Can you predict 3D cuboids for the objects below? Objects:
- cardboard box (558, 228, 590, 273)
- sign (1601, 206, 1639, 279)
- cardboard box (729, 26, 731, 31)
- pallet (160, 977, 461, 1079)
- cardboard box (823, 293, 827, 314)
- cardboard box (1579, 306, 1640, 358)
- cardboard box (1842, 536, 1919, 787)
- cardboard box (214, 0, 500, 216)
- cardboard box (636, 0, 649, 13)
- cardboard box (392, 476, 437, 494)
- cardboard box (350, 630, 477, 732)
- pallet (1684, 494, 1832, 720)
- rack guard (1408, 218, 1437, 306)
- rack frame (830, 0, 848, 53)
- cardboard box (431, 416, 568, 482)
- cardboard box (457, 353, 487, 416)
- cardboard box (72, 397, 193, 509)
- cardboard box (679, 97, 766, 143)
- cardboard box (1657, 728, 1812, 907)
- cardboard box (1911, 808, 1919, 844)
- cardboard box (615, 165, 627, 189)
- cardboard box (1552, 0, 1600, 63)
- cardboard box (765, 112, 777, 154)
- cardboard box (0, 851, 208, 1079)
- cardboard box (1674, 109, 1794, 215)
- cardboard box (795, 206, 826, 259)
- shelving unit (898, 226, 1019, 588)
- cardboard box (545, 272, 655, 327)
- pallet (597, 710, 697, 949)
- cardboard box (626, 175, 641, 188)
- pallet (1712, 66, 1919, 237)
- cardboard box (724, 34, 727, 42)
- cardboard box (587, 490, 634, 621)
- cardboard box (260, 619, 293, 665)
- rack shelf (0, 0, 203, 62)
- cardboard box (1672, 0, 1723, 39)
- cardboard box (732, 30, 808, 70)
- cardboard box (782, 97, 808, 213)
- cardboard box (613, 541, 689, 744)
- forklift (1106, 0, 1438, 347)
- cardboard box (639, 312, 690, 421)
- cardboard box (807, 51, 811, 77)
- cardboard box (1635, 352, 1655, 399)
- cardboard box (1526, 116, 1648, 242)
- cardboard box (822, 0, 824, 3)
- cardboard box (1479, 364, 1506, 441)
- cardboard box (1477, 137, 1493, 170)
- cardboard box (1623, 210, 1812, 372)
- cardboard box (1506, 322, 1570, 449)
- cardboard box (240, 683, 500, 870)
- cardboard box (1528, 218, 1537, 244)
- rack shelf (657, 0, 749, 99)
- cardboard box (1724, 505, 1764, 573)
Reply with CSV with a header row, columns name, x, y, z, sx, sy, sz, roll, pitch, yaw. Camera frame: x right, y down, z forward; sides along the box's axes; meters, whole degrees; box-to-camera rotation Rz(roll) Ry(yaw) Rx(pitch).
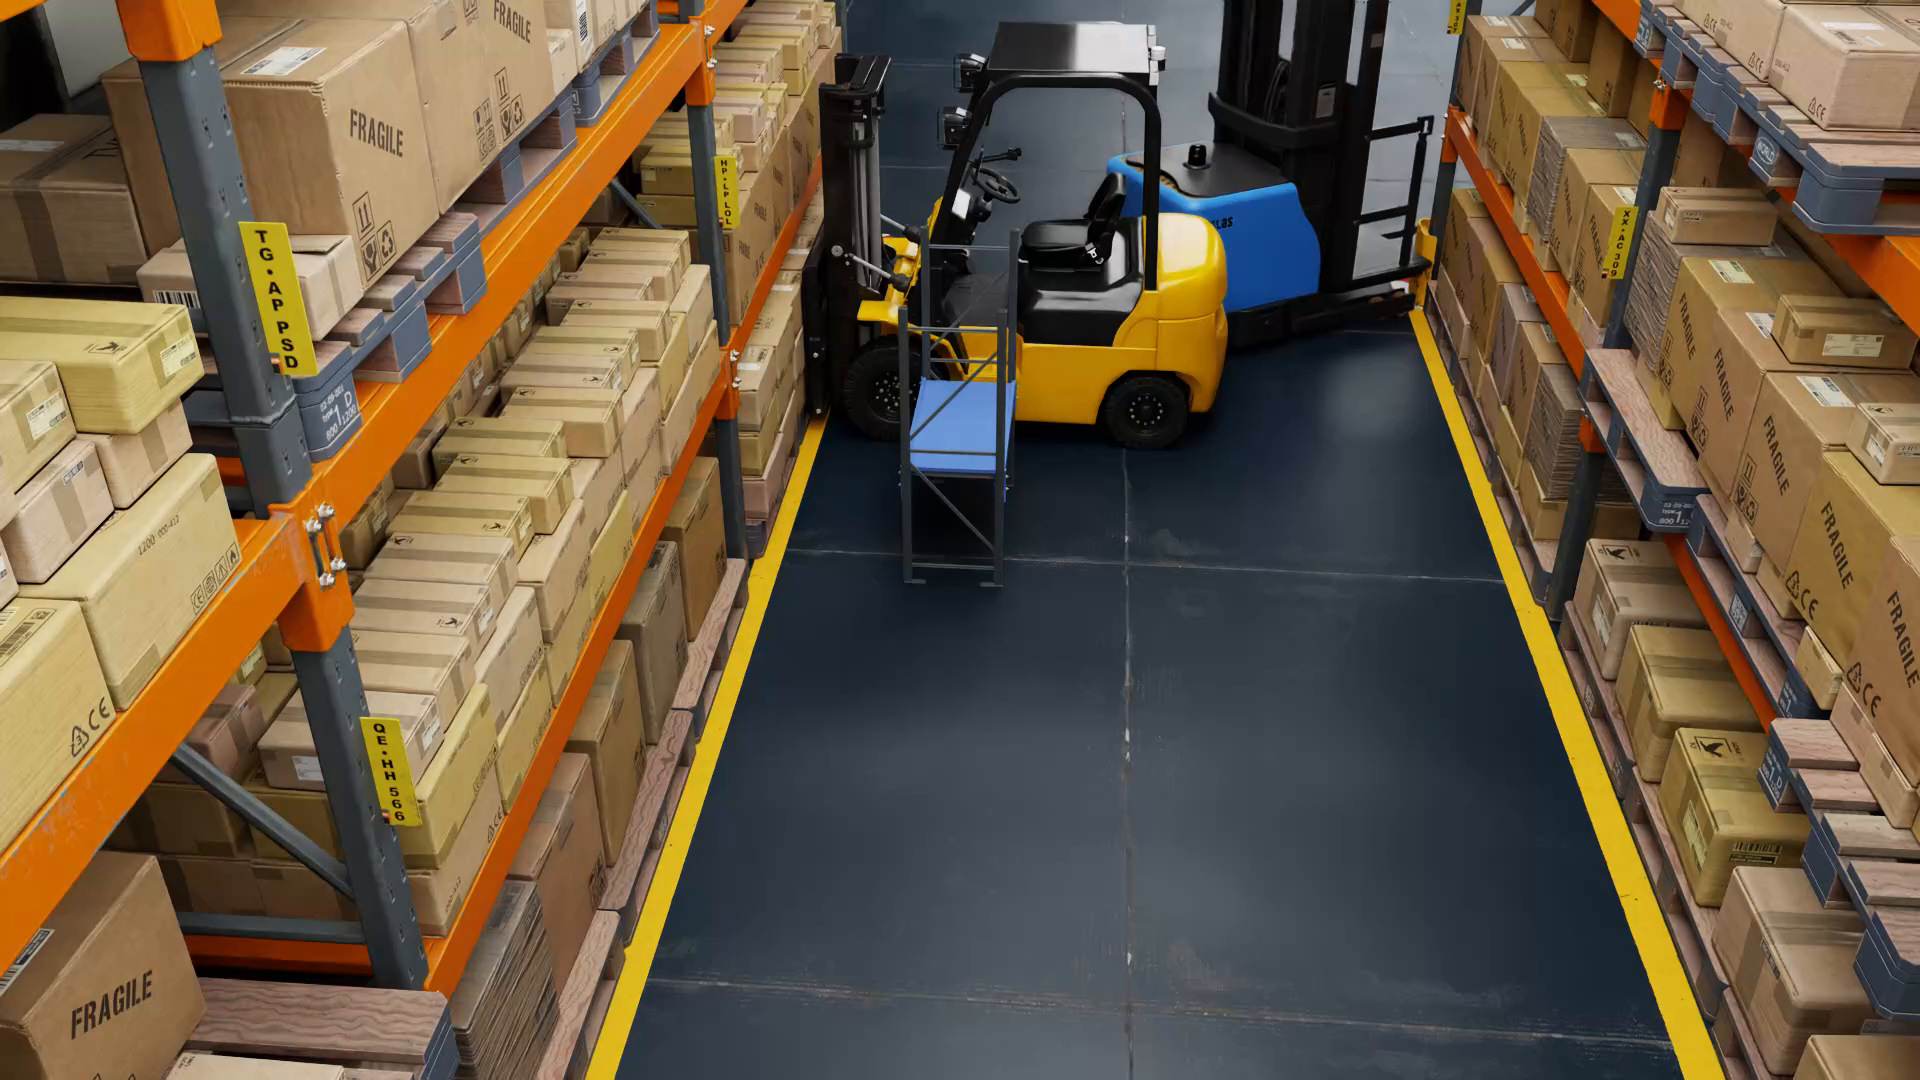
name,x,y,z,sx,sy,sz,roll,pitch,yaw
cardboard box,-1.816,-1.240,7.190,0.380,0.149,0.250,2,32,3
sign,2.832,-1.274,7.132,0.100,0.325,0.005,2,32,4
cardboard box,-1.551,-3.192,10.074,0.380,0.149,0.250,3,32,5
pallet,-1.885,1.435,3.746,1.213,0.211,1.003,2,32,4
cardboard box,-1.049,-1.608,10.244,0.500,0.250,0.500,2,32,3
cardboard box,3.096,-0.960,7.688,0.380,0.149,0.250,2,32,3
cardboard box,2.839,0.337,4.564,0.500,0.500,0.500,2,32,3
cardboard box,-1.656,-1.182,4.358,0.700,0.500,0.500,2,32,3
cardboard box,-1.390,-2.167,6.138,0.500,0.311,0.500,1,32,2
cardboard box,-2.008,-0.192,5.869,0.500,0.250,0.500,2,32,3
cardboard box,-1.559,0.383,4.555,0.380,0.149,0.250,3,32,5
pallet,3.168,0.251,5.667,1.003,0.211,1.213,2,32,4
rack guard,3.693,-1.874,11.314,1.175,0.500,0.348,2,32,4
rack frame,-1.248,-3.188,11.063,1.000,3.000,0.127,2,32,4
cardboard box,-1.560,-0.293,5.652,0.380,0.149,0.250,2,32,4
cardboard box,-1.973,-0.576,6.111,0.380,0.149,0.250,2,32,4
cardboard box,-1.688,-0.192,3.106,0.380,0.149,0.250,3,32,5
cardboard box,-1.186,-2.100,8.301,0.380,0.149,0.250,3,32,5
cardboard box,3.223,1.068,6.262,0.950,0.372,0.625,3,32,6
cardboard box,2.790,0.809,4.417,0.380,0.149,0.250,3,32,5
cardboard box,-1.818,-1.726,7.978,0.380,0.149,0.250,2,32,3
cardboard box,3.827,-3.032,9.478,0.700,0.500,0.500,3,32,4
cardboard box,-1.156,-2.106,8.595,0.380,0.149,0.250,2,32,3
cardboard box,-2.097,1.037,3.713,0.500,0.500,0.500,4,32,6
cardboard box,3.626,-1.702,7.320,0.700,0.500,0.500,2,32,3
cardboard box,-1.042,-1.836,10.137,0.500,0.250,0.500,3,32,5
shelving unit,0.007,-0.683,8.429,0.538,1.500,1.048,2,32,4
cardboard box,-1.456,-0.965,6.743,0.380,0.149,0.250,2,32,4
pallet,-1.692,1.118,6.735,1.003,0.211,1.213,2,32,4
cardboard box,-1.762,-1.645,8.466,0.500,0.500,0.500,3,32,5
pallet,3.136,-1.222,5.194,1.213,0.211,1.003,2,32,4
cardboard box,-1.600,-2.938,9.945,0.380,0.149,0.250,1,32,2
cardboard box,-1.495,0.034,5.978,0.500,0.250,0.500,3,32,6
cardboard box,-2.083,0.224,4.814,0.380,0.149,0.250,2,32,4
rack shelf,-2.062,-0.036,1.298,1.077,0.370,4.000,2,32,4
cardboard box,2.927,-1.989,6.003,0.500,0.250,0.500,2,32,3
cardboard box,-1.071,-2.765,9.380,0.380,0.149,0.250,3,32,5
cardboard box,-1.149,-2.159,9.300,0.500,0.500,0.500,3,32,4
cardboard box,-1.676,0.415,7.081,0.875,0.625,0.625,2,32,3
forklift,2.482,-2.933,10.716,3.031,2.935,1.130,-15,35,-23
cardboard box,-1.394,-0.708,6.706,0.500,0.250,0.500,2,32,3
cardboard box,-1.077,-2.774,9.679,0.380,0.149,0.250,1,32,2
cardboard box,3.014,-0.682,6.837,0.380,0.149,0.250,3,32,5
cardboard box,3.235,-1.839,8.496,0.500,0.500,0.500,3,32,5
cardboard box,-1.067,-3.437,10.470,0.380,0.149,0.250,3,32,4
cardboard box,3.233,-0.759,9.344,0.500,0.250,0.500,3,32,5
cardboard box,3.290,-2.303,9.868,0.380,0.149,0.250,3,32,5
cardboard box,3.050,-1.001,6.736,0.500,0.500,0.500,3,32,5
cardboard box,3.194,-0.800,8.695,0.500,0.500,0.500,3,32,5
cardboard box,-1.595,0.626,4.541,0.500,0.250,0.500,2,32,4
cardboard box,3.226,-1.624,8.765,0.380,0.149,0.250,2,32,3
rack shelf,-1.411,-3.112,8.768,1.077,0.370,4.000,2,32,4
cardboard box,2.880,-0.002,5.733,0.380,0.149,0.250,4,32,6
